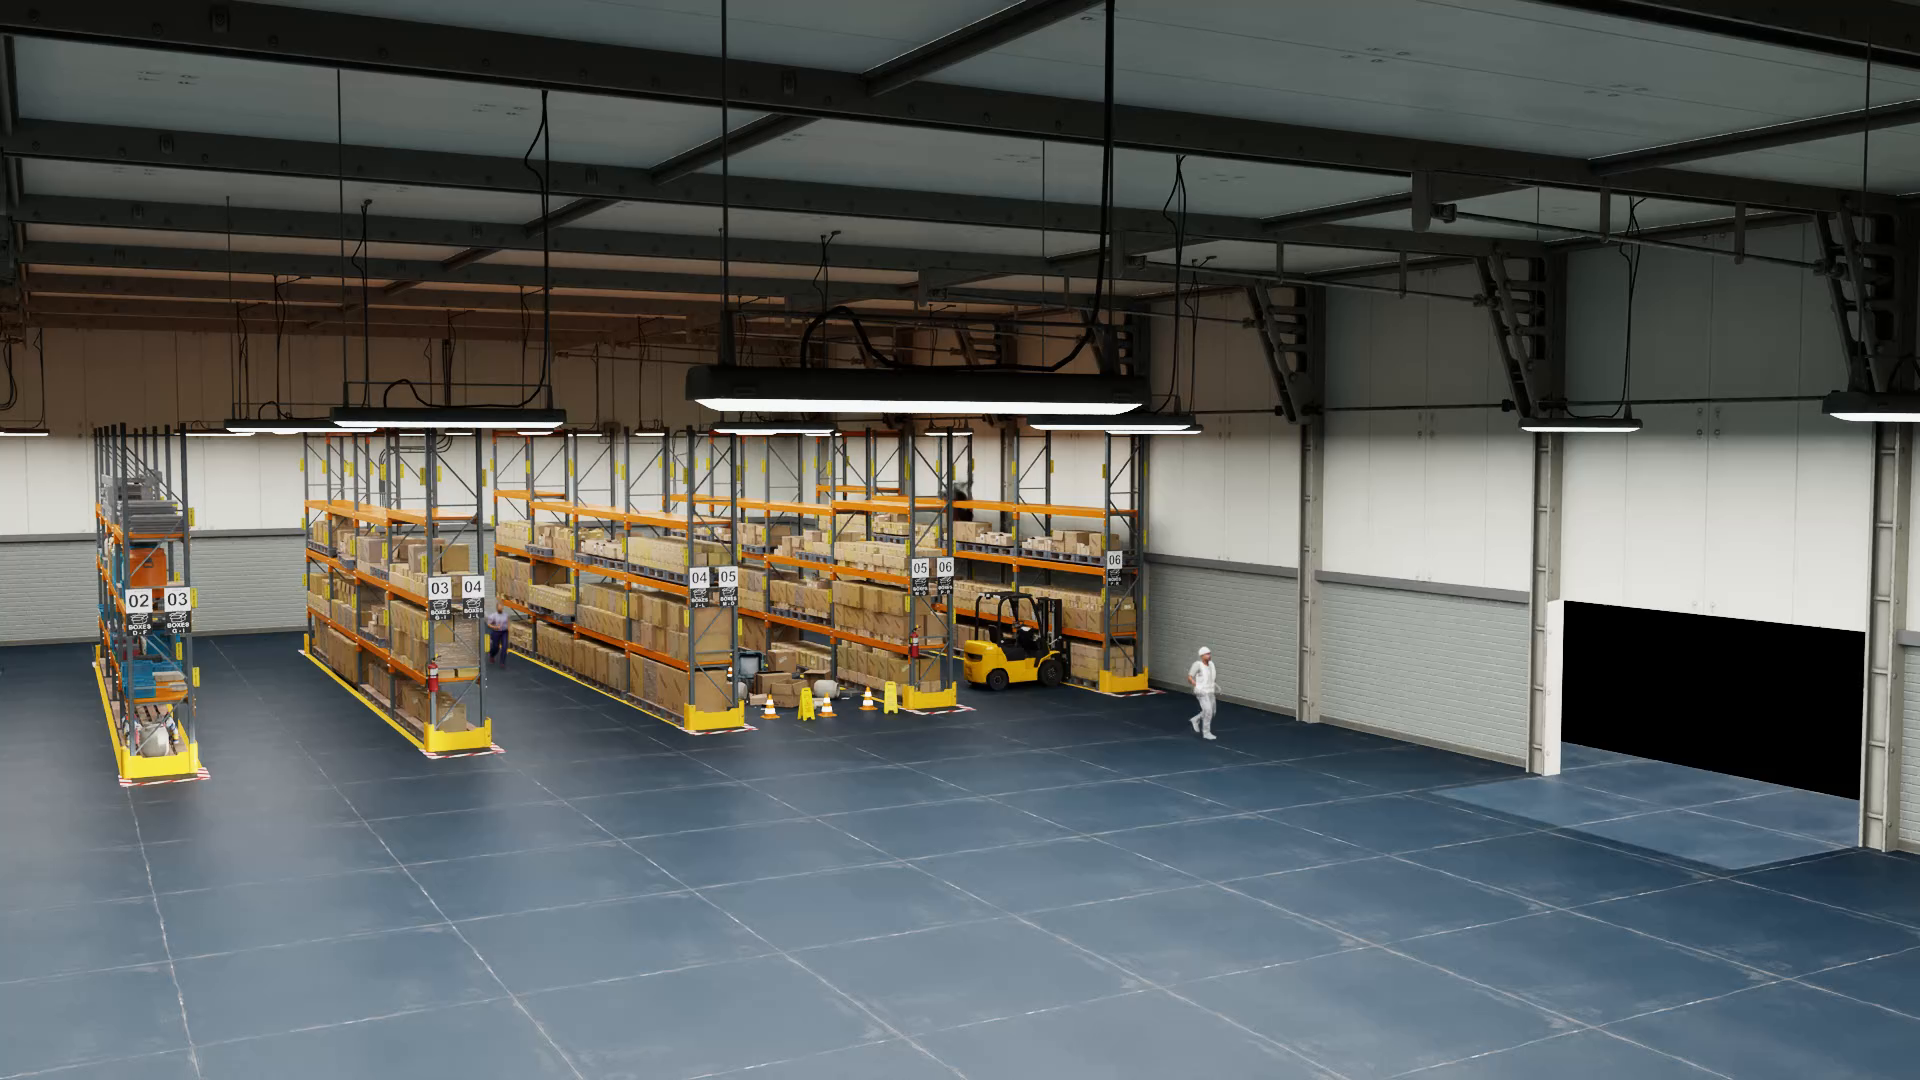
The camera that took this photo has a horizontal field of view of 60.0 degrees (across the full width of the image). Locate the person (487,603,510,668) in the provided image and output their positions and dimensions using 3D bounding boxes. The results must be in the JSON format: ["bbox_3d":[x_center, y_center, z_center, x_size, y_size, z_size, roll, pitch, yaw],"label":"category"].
[{"bbox_3d":[-11.590,2.388,41.831,0.613,1.605,0.723,-2,4,-35],"label":"person"}]

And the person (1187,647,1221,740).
[{"bbox_3d":[4.636,2.916,31.821,0.705,1.749,0.696,-3,5,-43],"label":"person"}]

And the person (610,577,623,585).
[{"bbox_3d":[-10.316,1.836,49.682,0.696,1.746,0.656,-1,4,-23],"label":"person"}]
